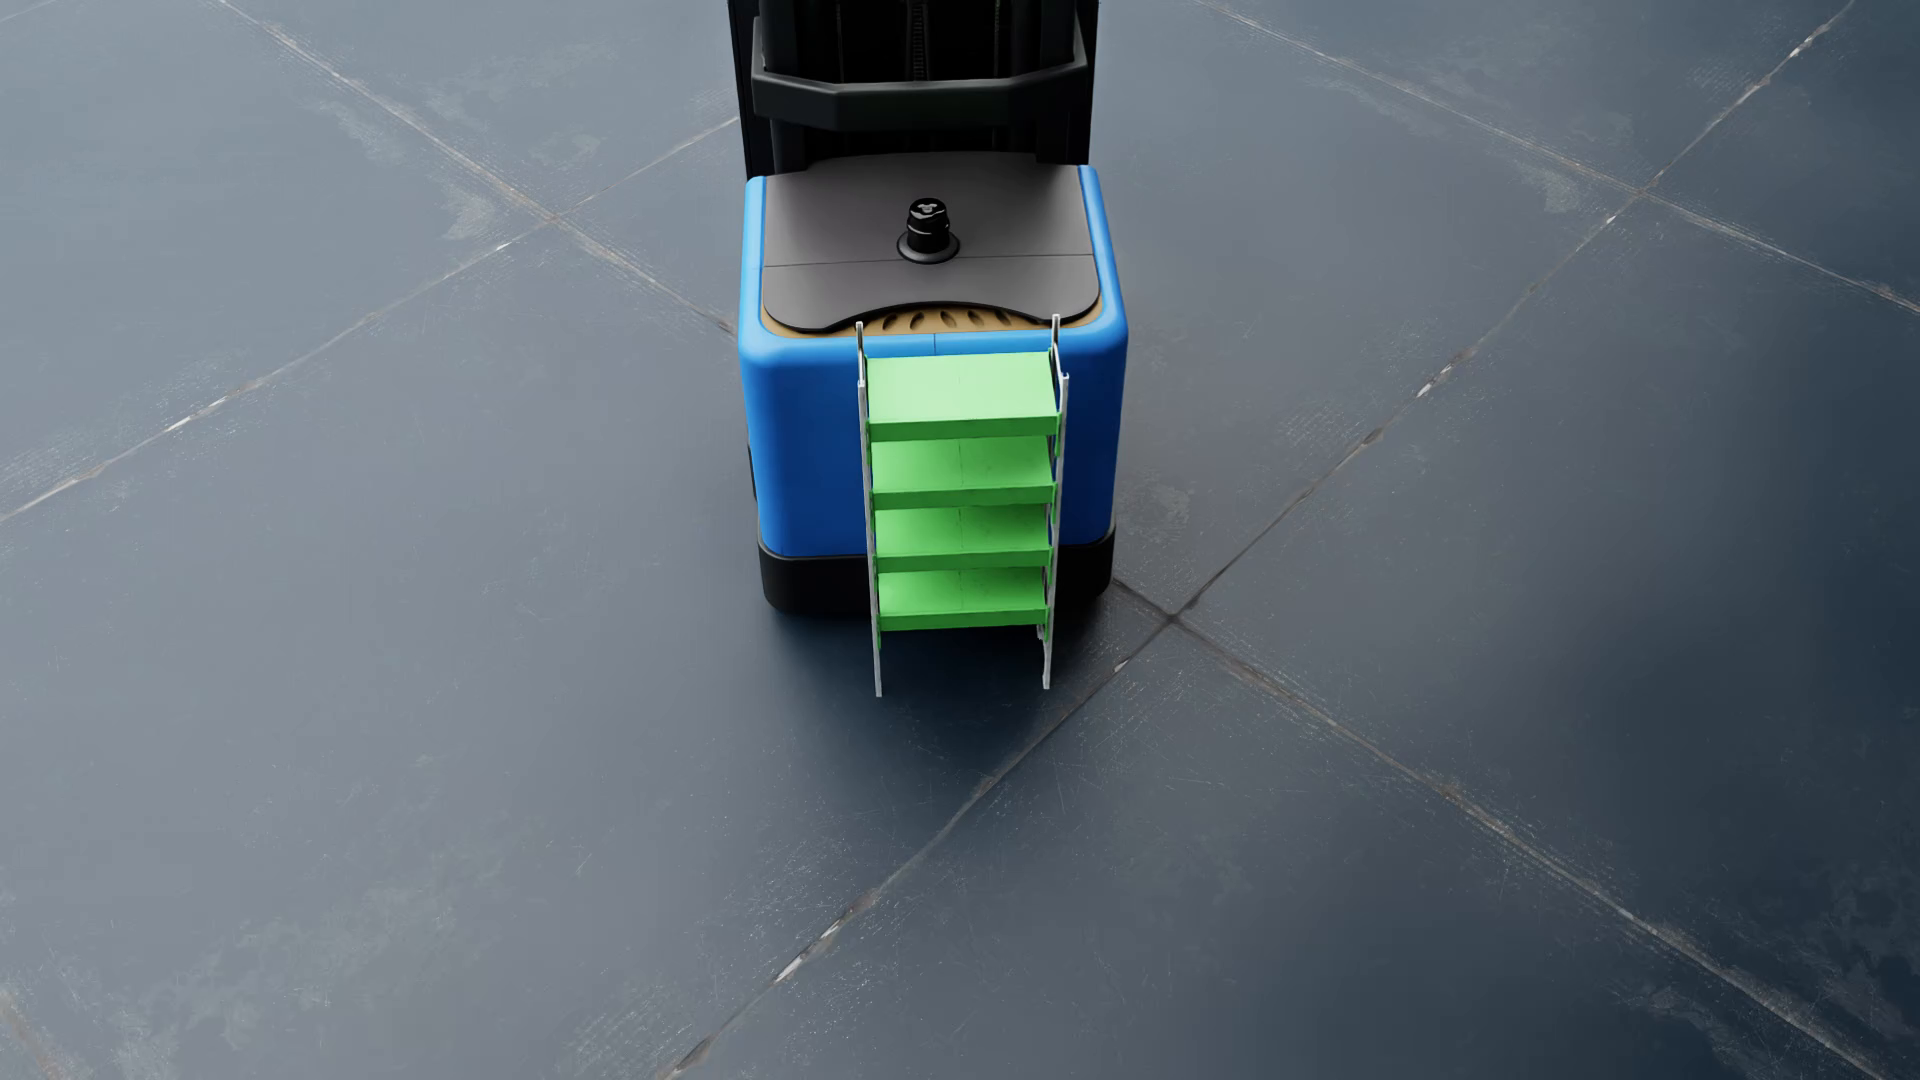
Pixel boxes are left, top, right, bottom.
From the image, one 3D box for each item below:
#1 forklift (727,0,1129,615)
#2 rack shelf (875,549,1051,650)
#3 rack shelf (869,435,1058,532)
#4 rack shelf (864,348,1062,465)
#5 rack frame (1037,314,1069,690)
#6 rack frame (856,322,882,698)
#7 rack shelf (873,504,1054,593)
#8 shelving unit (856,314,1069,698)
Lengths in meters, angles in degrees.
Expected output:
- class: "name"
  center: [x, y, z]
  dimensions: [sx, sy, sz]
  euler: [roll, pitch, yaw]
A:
- class: "forklift"
  center: [-0.151, -1.852, 4.978]
  dimensions: [1.130, 2.935, 3.031]
  euler: [-3, 47, -2]
- class: "rack shelf"
  center: [0.002, 0.156, 4.697]
  dimensions: [0.480, 0.148, 0.258]
  euler: [-3, 47, -2]
- class: "rack shelf"
  center: [0.002, -0.172, 4.347]
  dimensions: [0.480, 0.148, 0.258]
  euler: [-3, 47, -2]
- class: "rack shelf"
  center: [0.002, -0.336, 4.172]
  dimensions: [0.480, 0.148, 0.258]
  euler: [-3, 47, -2]
- class: "rack frame"
  center: [0.246, -0.062, 4.485]
  dimensions: [0.015, 1.200, 0.240]
  euler: [-3, 47, -2]
- class: "rack frame"
  center: [-0.242, -0.041, 4.465]
  dimensions: [0.015, 1.200, 0.240]
  euler: [-3, 47, -2]
- class: "rack shelf"
  center: [0.002, -0.008, 4.522]
  dimensions: [0.480, 0.148, 0.258]
  euler: [-3, 47, -2]
- class: "shelving unit"
  center: [0.002, -0.052, 4.475]
  dimensions: [0.503, 1.200, 0.258]
  euler: [-3, 47, -2]
